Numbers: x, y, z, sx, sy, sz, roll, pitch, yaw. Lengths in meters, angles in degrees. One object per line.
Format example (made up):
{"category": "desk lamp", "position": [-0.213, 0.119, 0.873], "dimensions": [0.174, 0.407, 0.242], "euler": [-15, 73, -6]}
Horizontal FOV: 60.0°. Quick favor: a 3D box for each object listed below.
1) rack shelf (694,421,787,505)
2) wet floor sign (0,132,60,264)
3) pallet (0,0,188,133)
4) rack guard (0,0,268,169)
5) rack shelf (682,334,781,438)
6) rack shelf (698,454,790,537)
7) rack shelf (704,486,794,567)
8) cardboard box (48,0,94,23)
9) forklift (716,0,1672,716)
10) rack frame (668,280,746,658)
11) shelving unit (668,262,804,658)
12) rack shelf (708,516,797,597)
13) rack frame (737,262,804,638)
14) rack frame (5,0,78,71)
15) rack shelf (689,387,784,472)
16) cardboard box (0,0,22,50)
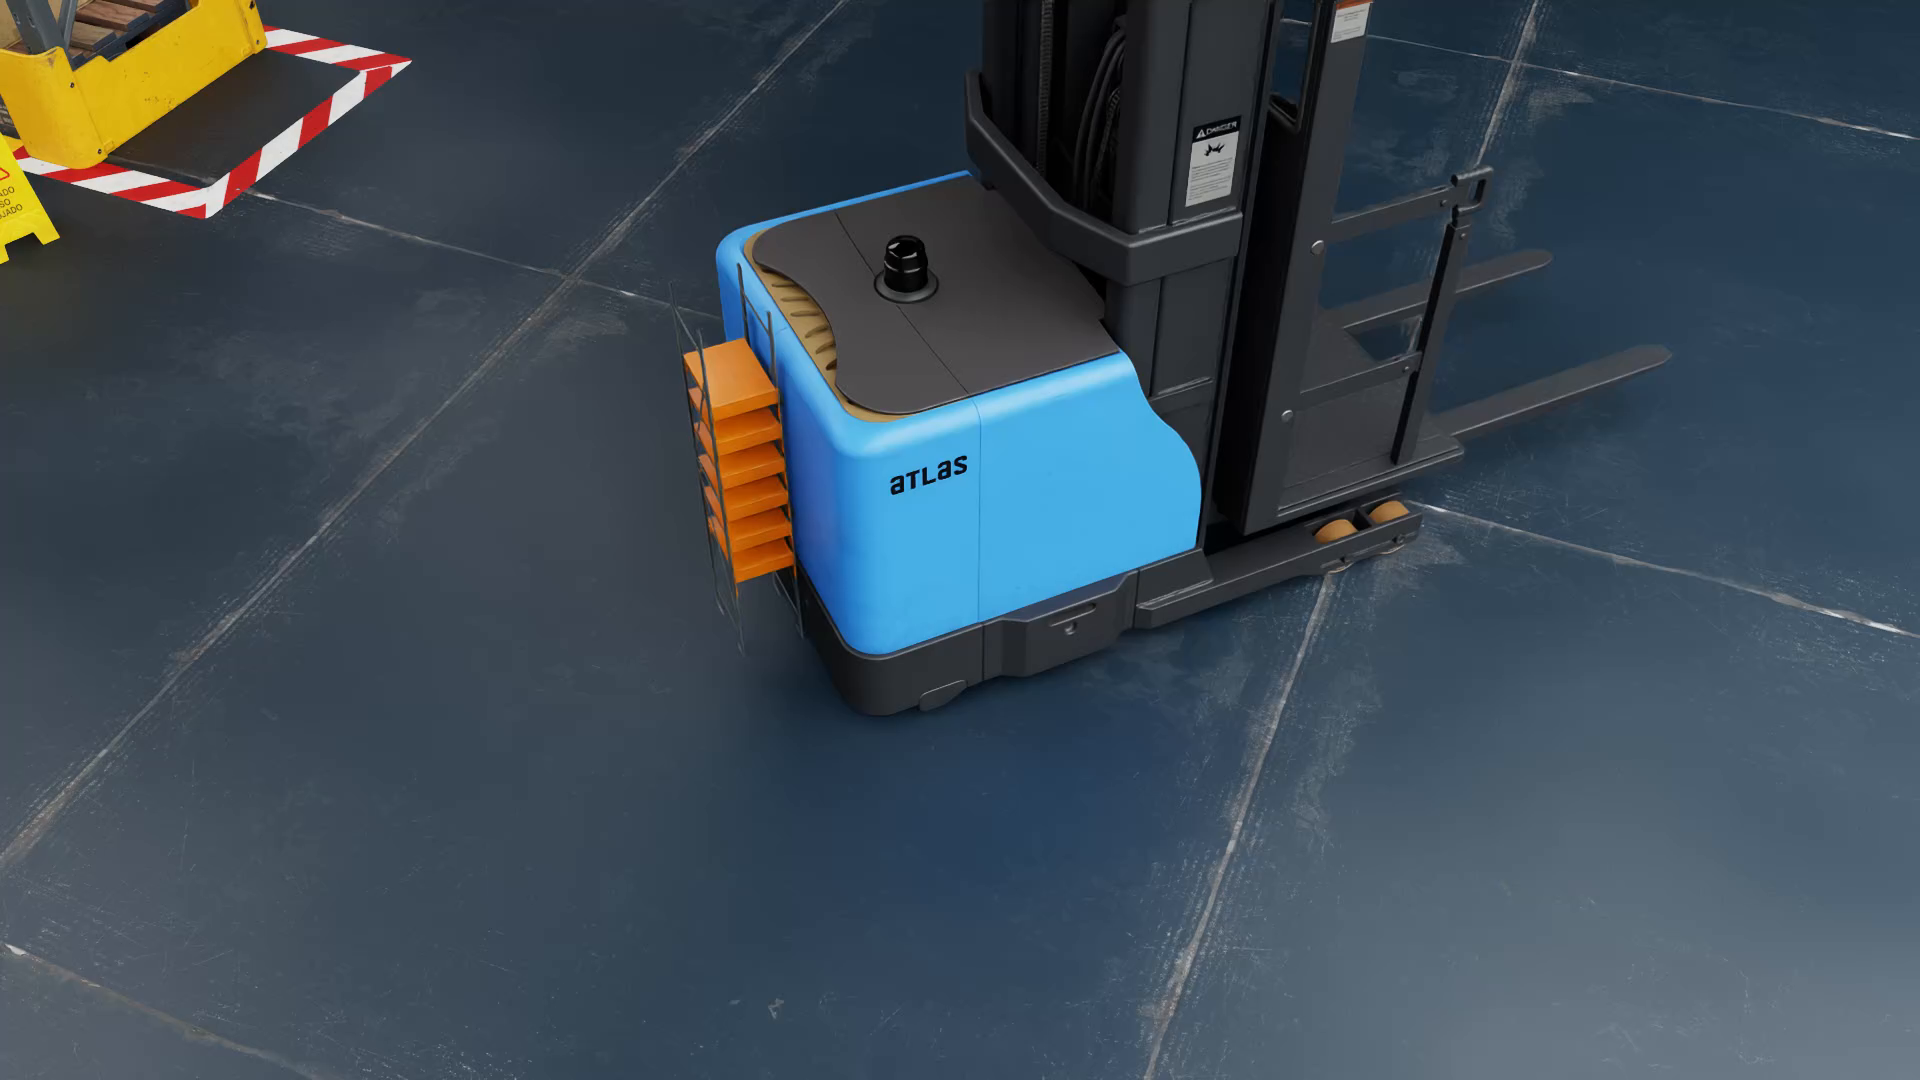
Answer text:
{"category": "rack shelf", "position": [-0.602, -0.236, 4.529], "dimensions": [0.180, 0.103, 0.258], "euler": [-18, 48, -17]}
{"category": "wet floor sign", "position": [-3.651, -1.381, 6.180], "dimensions": [0.232, 0.644, 0.267], "euler": [33, 54, 29]}
{"category": "pallet", "position": [-4.221, -2.239, 7.351], "dimensions": [1.213, 0.211, 1.003], "euler": [16, 47, 16]}
{"category": "rack guard", "position": [-3.484, -2.098, 7.004], "dimensions": [0.348, 0.500, 1.175], "euler": [16, 47, 16]}
{"category": "rack shelf", "position": [-0.602, -0.406, 4.360], "dimensions": [0.180, 0.103, 0.258], "euler": [-18, 48, -17]}
{"category": "rack shelf", "position": [-0.602, -0.151, 4.614], "dimensions": [0.180, 0.103, 0.258], "euler": [-18, 48, -17]}
{"category": "rack shelf", "position": [-0.602, -0.066, 4.698], "dimensions": [0.180, 0.103, 0.258], "euler": [-18, 48, -17]}
{"category": "cardboard box", "position": [-4.052, -2.537, 7.325], "dimensions": [0.500, 0.250, 0.500], "euler": [16, 47, 16]}
{"category": "forklift", "position": [0.871, -1.259, 4.437], "dimensions": [3.031, 2.935, 1.130], "euler": [-18, 48, -17]}
{"category": "rack frame", "position": [-0.685, -0.155, 4.555], "dimensions": [0.006, 1.200, 0.240], "euler": [-18, 48, -17]}
{"category": "shelving unit", "position": [-0.602, -0.182, 4.583], "dimensions": [0.189, 1.200, 0.258], "euler": [-18, 48, -17]}
{"category": "rack shelf", "position": [-0.602, 0.019, 4.783], "dimensions": [0.180, 0.103, 0.258], "euler": [-18, 48, -17]}
{"category": "rack frame", "position": [-0.519, -0.210, 4.610], "dimensions": [0.006, 1.200, 0.240], "euler": [-18, 48, -17]}
{"category": "rack frame", "position": [-3.414, -2.964, 6.102], "dimensions": [0.127, 3.000, 1.000], "euler": [16, 47, 16]}
{"category": "rack shelf", "position": [-0.602, -0.321, 4.445], "dimensions": [0.180, 0.103, 0.258], "euler": [-18, 48, -17]}
{"category": "cardboard box", "position": [-4.286, -2.189, 6.975], "dimensions": [0.500, 0.250, 0.500], "euler": [16, 47, 16]}
